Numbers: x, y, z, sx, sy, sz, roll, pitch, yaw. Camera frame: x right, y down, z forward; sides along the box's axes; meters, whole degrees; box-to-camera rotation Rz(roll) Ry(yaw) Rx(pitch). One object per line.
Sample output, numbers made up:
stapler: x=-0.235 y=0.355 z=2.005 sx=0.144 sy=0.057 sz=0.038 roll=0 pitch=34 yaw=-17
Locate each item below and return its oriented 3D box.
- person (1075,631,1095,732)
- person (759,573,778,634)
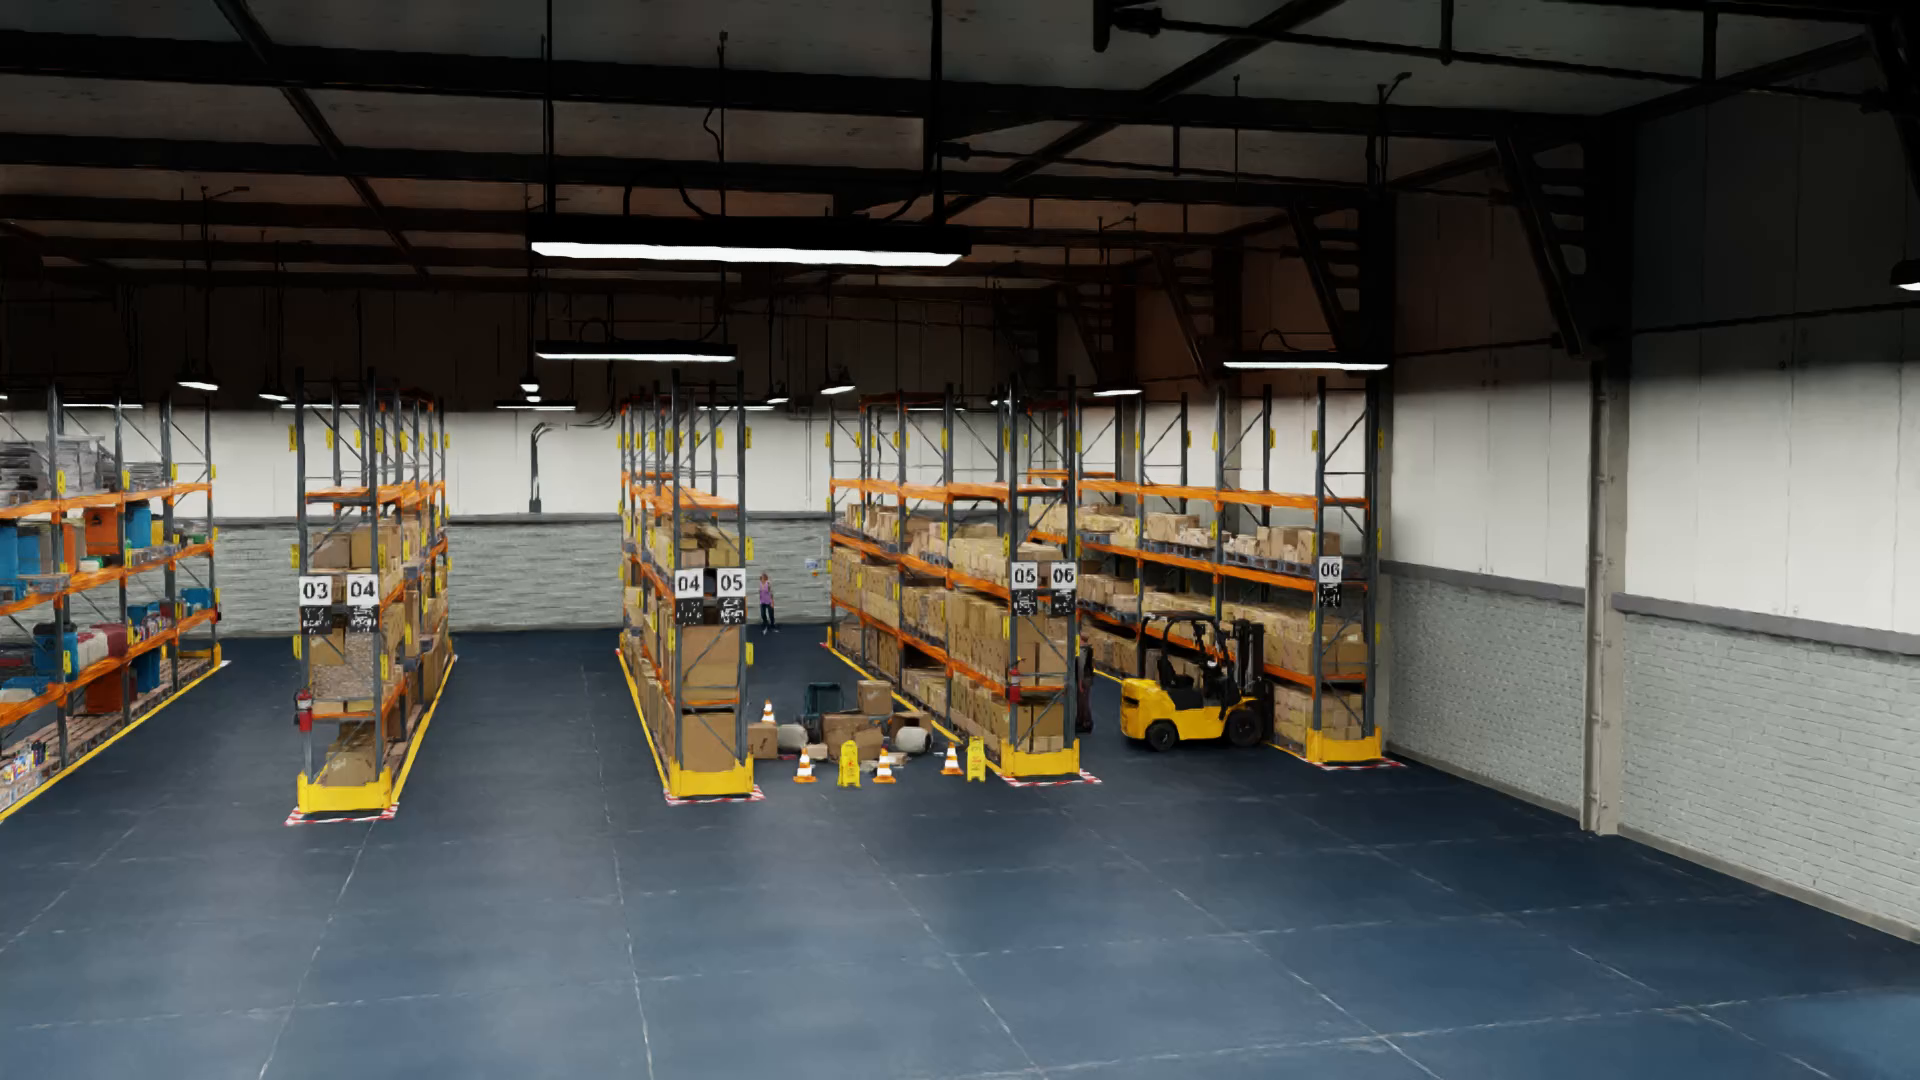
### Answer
person: x=2.077 y=2.419 z=28.652 sx=0.494 sy=1.725 sz=0.578 roll=1 pitch=4 yaw=17
person: x=-4.991 y=1.633 z=43.293 sx=0.469 sy=1.584 sz=0.508 roll=2 pitch=4 yaw=24
